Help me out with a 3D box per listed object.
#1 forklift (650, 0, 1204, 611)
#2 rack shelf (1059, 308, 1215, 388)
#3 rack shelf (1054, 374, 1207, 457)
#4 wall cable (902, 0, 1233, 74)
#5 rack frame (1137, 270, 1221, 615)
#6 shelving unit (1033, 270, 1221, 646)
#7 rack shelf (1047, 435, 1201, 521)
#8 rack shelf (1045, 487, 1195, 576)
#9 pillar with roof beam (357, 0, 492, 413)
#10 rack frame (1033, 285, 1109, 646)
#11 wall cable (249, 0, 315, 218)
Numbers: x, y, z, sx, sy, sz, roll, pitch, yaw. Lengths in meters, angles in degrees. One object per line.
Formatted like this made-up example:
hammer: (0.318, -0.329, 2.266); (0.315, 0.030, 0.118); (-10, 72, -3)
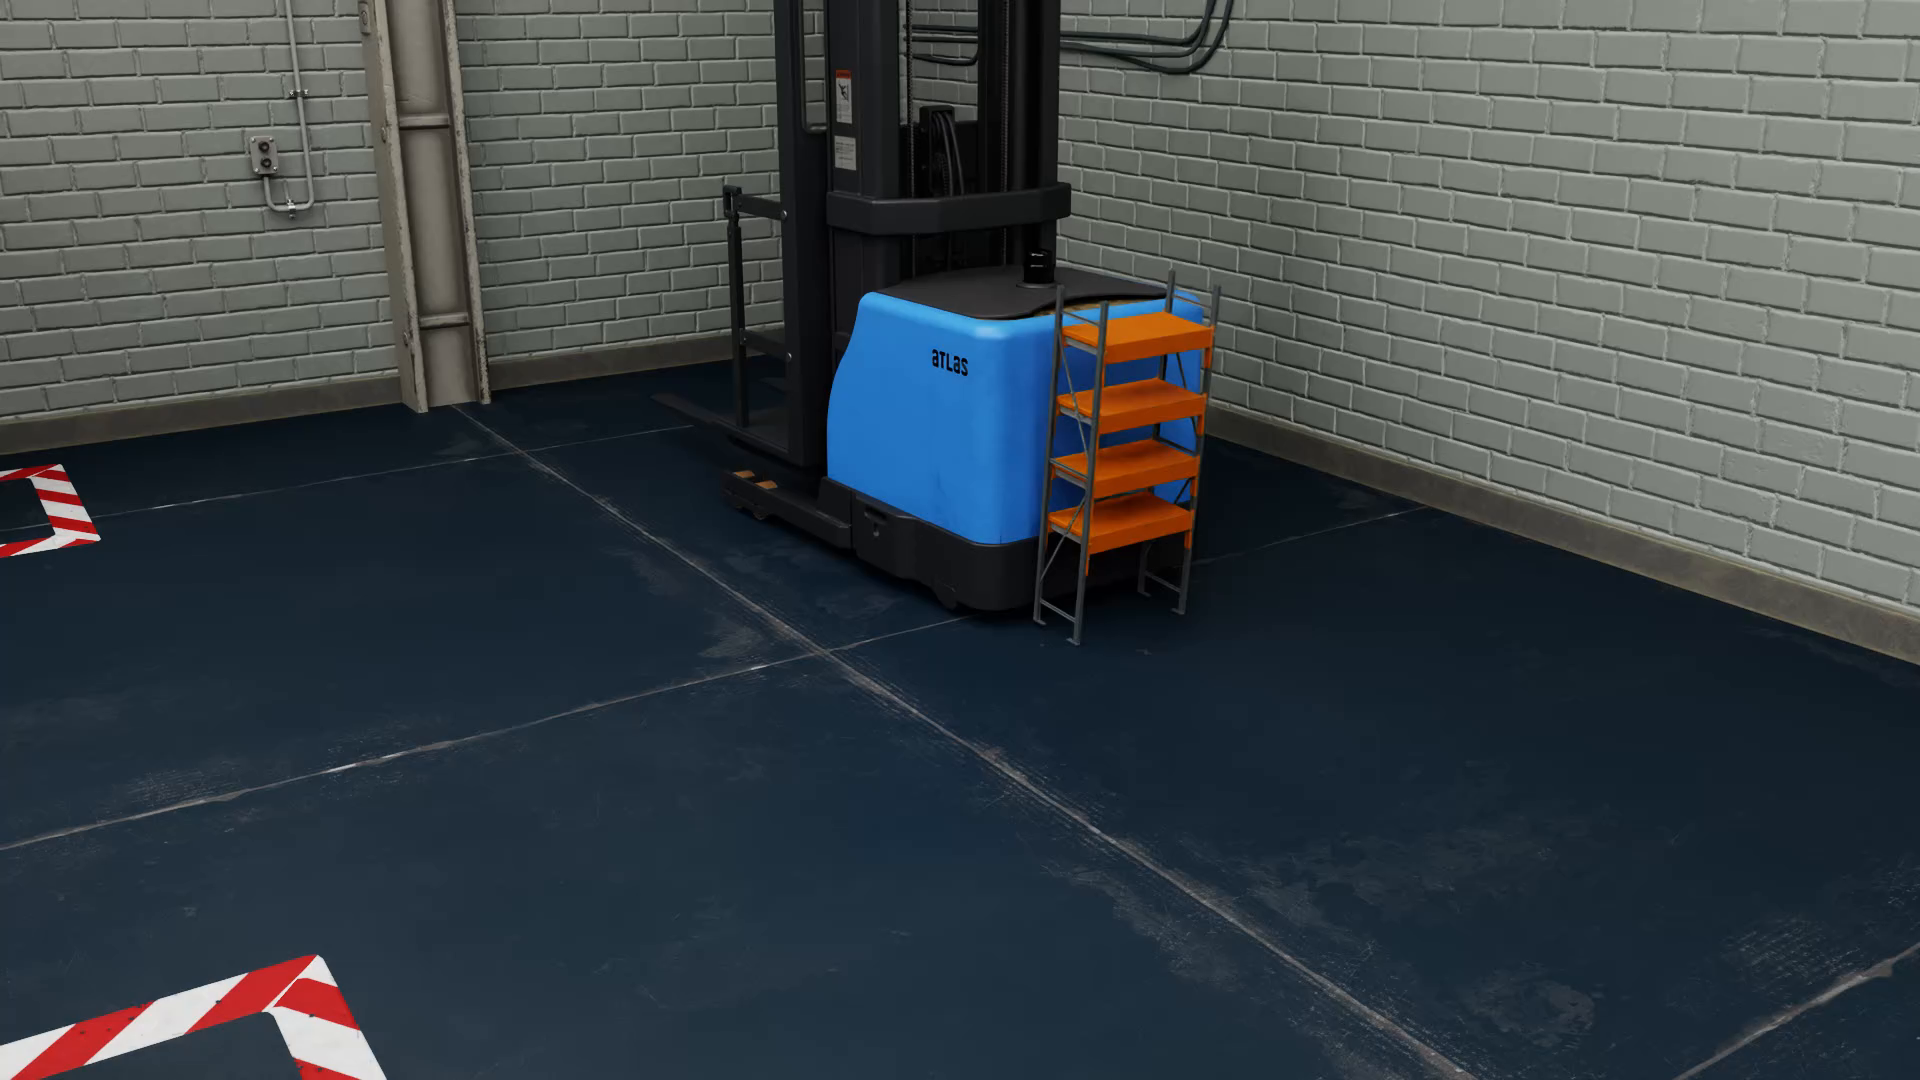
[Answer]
forklift: (-0.364, -1.552, 6.758); (1.130, 2.935, 3.031); (-13, 23, -33)
rack shelf: (0.579, -0.642, 5.516); (0.480, 0.148, 0.258); (-13, 28, -34)
rack shelf: (0.567, -0.423, 5.606); (0.480, 0.148, 0.258); (-13, 28, -34)
wall cable: (0.381, -3.728, 8.568); (0.112, 2.526, 3.097); (-12, 22, -31)
rack frame: (0.757, -0.325, 5.802); (0.015, 1.200, 0.240); (-13, 28, -34)
shelving unit: (0.560, -0.279, 5.666); (0.503, 1.200, 0.258); (-13, 28, -34)
rack shelf: (0.556, -0.217, 5.692); (0.480, 0.148, 0.258); (-13, 28, -34)
rack shelf: (0.547, -0.034, 5.768); (0.480, 0.148, 0.258); (-13, 28, -34)
pillar with roof beam: (-0.392, -3.853, 4.092); (0.400, 9.000, 9.100); (-12, 22, -31)
rack frame: (0.362, -0.233, 5.530); (0.015, 1.200, 0.240); (-13, 28, -34)
wall cable: (-3.990, -2.416, 7.621); (1.851, 1.984, 0.084); (-12, 22, -31)
